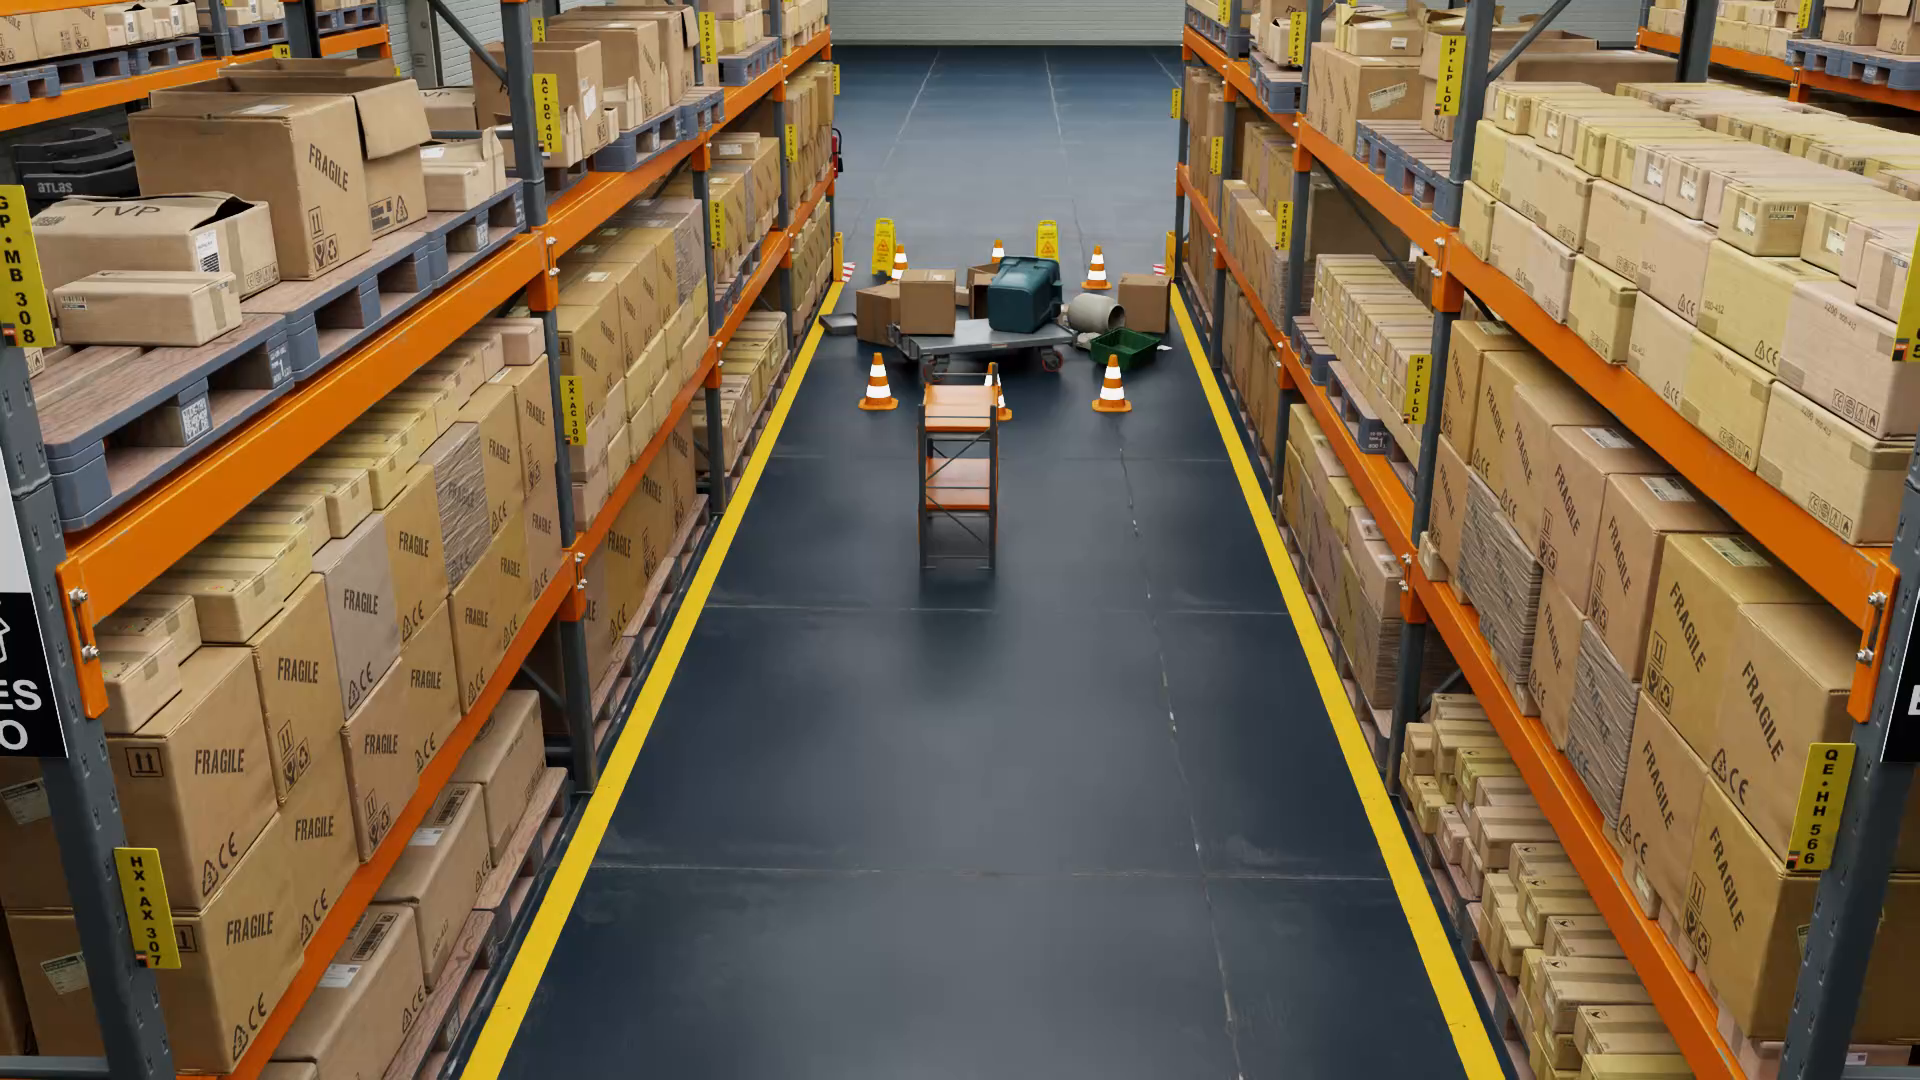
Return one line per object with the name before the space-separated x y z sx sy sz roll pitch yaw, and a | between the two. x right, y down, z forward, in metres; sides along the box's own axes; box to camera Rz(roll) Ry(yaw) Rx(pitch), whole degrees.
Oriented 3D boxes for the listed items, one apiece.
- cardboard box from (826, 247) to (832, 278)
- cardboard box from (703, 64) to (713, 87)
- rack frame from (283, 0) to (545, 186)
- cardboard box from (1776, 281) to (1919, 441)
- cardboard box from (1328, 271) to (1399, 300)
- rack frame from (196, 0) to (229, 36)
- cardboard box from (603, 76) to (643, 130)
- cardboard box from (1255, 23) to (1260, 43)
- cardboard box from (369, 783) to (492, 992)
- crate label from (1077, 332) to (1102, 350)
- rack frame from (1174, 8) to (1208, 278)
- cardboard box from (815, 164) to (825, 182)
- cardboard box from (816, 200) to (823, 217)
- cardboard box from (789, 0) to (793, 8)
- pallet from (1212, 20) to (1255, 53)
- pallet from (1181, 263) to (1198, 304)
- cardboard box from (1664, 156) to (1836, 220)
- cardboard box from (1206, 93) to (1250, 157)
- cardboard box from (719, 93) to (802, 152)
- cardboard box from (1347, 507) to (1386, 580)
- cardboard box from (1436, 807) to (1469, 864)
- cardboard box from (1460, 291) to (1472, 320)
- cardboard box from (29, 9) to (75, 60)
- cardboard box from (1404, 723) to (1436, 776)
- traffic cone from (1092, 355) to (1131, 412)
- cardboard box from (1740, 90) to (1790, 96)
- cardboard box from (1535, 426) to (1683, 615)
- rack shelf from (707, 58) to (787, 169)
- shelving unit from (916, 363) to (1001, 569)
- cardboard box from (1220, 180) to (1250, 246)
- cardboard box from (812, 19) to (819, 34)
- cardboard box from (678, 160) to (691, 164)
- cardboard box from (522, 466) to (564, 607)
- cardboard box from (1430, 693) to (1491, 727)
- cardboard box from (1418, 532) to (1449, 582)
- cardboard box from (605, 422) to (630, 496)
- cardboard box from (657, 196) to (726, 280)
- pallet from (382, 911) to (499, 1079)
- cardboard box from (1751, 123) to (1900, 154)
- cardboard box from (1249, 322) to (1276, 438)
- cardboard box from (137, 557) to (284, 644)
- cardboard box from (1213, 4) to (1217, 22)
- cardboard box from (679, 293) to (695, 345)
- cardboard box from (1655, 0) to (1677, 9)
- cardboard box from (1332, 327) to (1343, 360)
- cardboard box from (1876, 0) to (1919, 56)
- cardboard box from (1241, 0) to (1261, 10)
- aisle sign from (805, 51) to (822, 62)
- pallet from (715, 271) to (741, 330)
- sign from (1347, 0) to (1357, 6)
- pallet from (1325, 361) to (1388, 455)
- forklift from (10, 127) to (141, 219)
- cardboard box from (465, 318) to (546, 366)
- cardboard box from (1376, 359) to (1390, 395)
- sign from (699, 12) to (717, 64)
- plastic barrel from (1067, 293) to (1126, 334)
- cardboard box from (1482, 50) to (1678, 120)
cardboard box | -1.712 -3.105 18.605 0.500 0.250 0.500 1 21 1
cardboard box | -2.160 -3.390 11.834 0.700 0.500 0.500 1 21 2
rack frame | -2.321 -2.953 6.699 1.000 3.000 0.127 1 21 2
cardboard box | 2.268 -0.423 3.842 0.500 0.250 0.500 0 21 0
cardboard box | 2.527 -1.590 10.424 0.380 0.149 0.250 1 21 1
rack frame | -7.039 -5.899 14.291 1.000 3.000 0.127 1 21 2
cardboard box | -1.915 -2.344 8.883 0.396 0.266 0.258 2 21 6
cardboard box | 2.571 -4.051 13.303 0.380 0.149 0.250 1 21 2
cardboard box | -2.474 1.392 6.756 0.875 0.438 0.875 0 21 0
crate label | 1.292 -1.956 16.380 0.298 0.136 0.250 -16 26 -35
rack frame | 2.995 -4.477 18.921 1.000 3.000 0.127 1 21 2
cardboard box | -1.657 -3.962 17.939 0.380 0.149 0.250 1 21 3
cardboard box | -1.674 -3.544 17.803 0.380 0.149 0.250 1 21 3
cardboard box | -1.746 -5.002 15.371 0.380 0.149 0.250 0 21 0
pallet | 2.909 -4.683 15.429 1.003 0.211 1.213 1 21 2
pallet | 3.049 -2.887 18.678 1.003 0.211 1.213 1 21 2
cardboard box | 2.296 -1.025 4.844 0.380 0.149 0.250 1 21 3
cardboard box | 2.820 -3.937 15.829 0.875 0.550 0.550 1 21 2
cardboard box | -1.847 -3.857 15.390 0.700 0.500 0.500 0 21 1
cardboard box | 2.429 0.024 9.159 0.500 0.250 0.500 2 21 4
cardboard box | 2.334 1.310 7.367 0.380 0.149 0.250 1 21 1
cardboard box | 3.160 -1.389 9.906 0.380 0.149 0.250 1 21 2
cardboard box | -6.979 -3.786 12.136 0.700 0.500 0.500 0 21 1
cardboard box | 2.299 0.984 7.796 0.380 0.149 0.250 2 21 4
traffic cone | 1.323 -1.380 14.445 0.336 0.463 0.334 1 21 2
cardboard box | 7.581 -3.938 15.599 0.500 0.500 0.500 1 21 2
cardboard box | 2.309 -0.074 5.642 0.500 0.500 0.500 0 21 0
rack shelf | -2.138 -3.389 12.963 1.077 0.370 4.000 1 21 2
shelving unit | 0.000 -0.522 11.319 0.538 1.125 1.048 1 21 2
cardboard box | 2.589 -2.890 14.693 0.500 0.500 0.500 1 21 2
cardboard box | -1.704 -5.458 17.650 0.380 0.149 0.250 1 21 3
cardboard box | -2.422 -2.904 13.736 0.500 0.500 0.500 1 21 1
cardboard box | -2.079 -0.032 7.327 0.500 0.500 0.500 1 21 2
cardboard box | 2.413 0.840 7.755 0.380 0.149 0.250 1 21 4
cardboard box | 2.295 0.078 7.529 0.380 0.149 0.250 1 21 4
cardboard box | -2.029 -0.429 8.696 0.500 0.250 0.500 0 21 0
cardboard box | -1.954 -2.144 11.777 0.500 0.500 0.500 0 21 0
pallet | -2.456 1.860 6.443 1.003 0.211 1.213 1 21 2
cardboard box | 2.880 -1.302 5.555 0.380 0.149 0.250 0 21 1
cardboard box | 2.884 -1.267 13.176 1.050 0.750 0.750 1 21 2
cardboard box | -2.095 0.161 4.549 0.380 0.149 0.250 1 21 3
cardboard box | 2.587 -4.967 15.664 0.380 0.149 0.250 1 21 2
cardboard box | -1.972 -1.402 10.512 0.500 0.250 0.500 0 21 0
cardboard box | 7.606 -5.711 17.609 0.380 0.149 0.250 1 21 3
cardboard box | 2.514 -1.211 10.271 0.380 0.149 0.250 2 21 4
cardboard box | 7.687 -4.072 13.008 0.797 0.503 0.637 1 21 4
cardboard box | 2.632 -4.921 14.996 0.500 0.250 0.500 0 21 1
aisle sign | -1.664 -5.726 18.546 0.394 0.787 0.004 1 21 2
pallet | -2.284 -1.772 12.214 1.213 0.211 1.003 1 21 2
sign | 3.416 -4.814 14.494 0.100 0.325 0.005 1 21 2
pallet | 2.733 -0.779 9.655 1.003 0.211 1.213 1 21 2
forklift | -5.369 -0.846 9.657 3.031 2.935 1.130 -1 21 -2
cardboard box | -2.012 -0.856 7.172 0.380 0.149 0.250 0 21 1
cardboard box | 2.475 -0.879 9.004 0.380 0.149 0.250 0 21 -1
sign | -1.644 -3.270 10.838 0.100 0.325 0.005 1 21 2
plastic barrel | 1.375 -2.257 16.760 0.512 0.421 0.421 18 27 38
cardboard box | 2.752 -1.915 7.452 0.700 0.500 0.500 1 21 2
